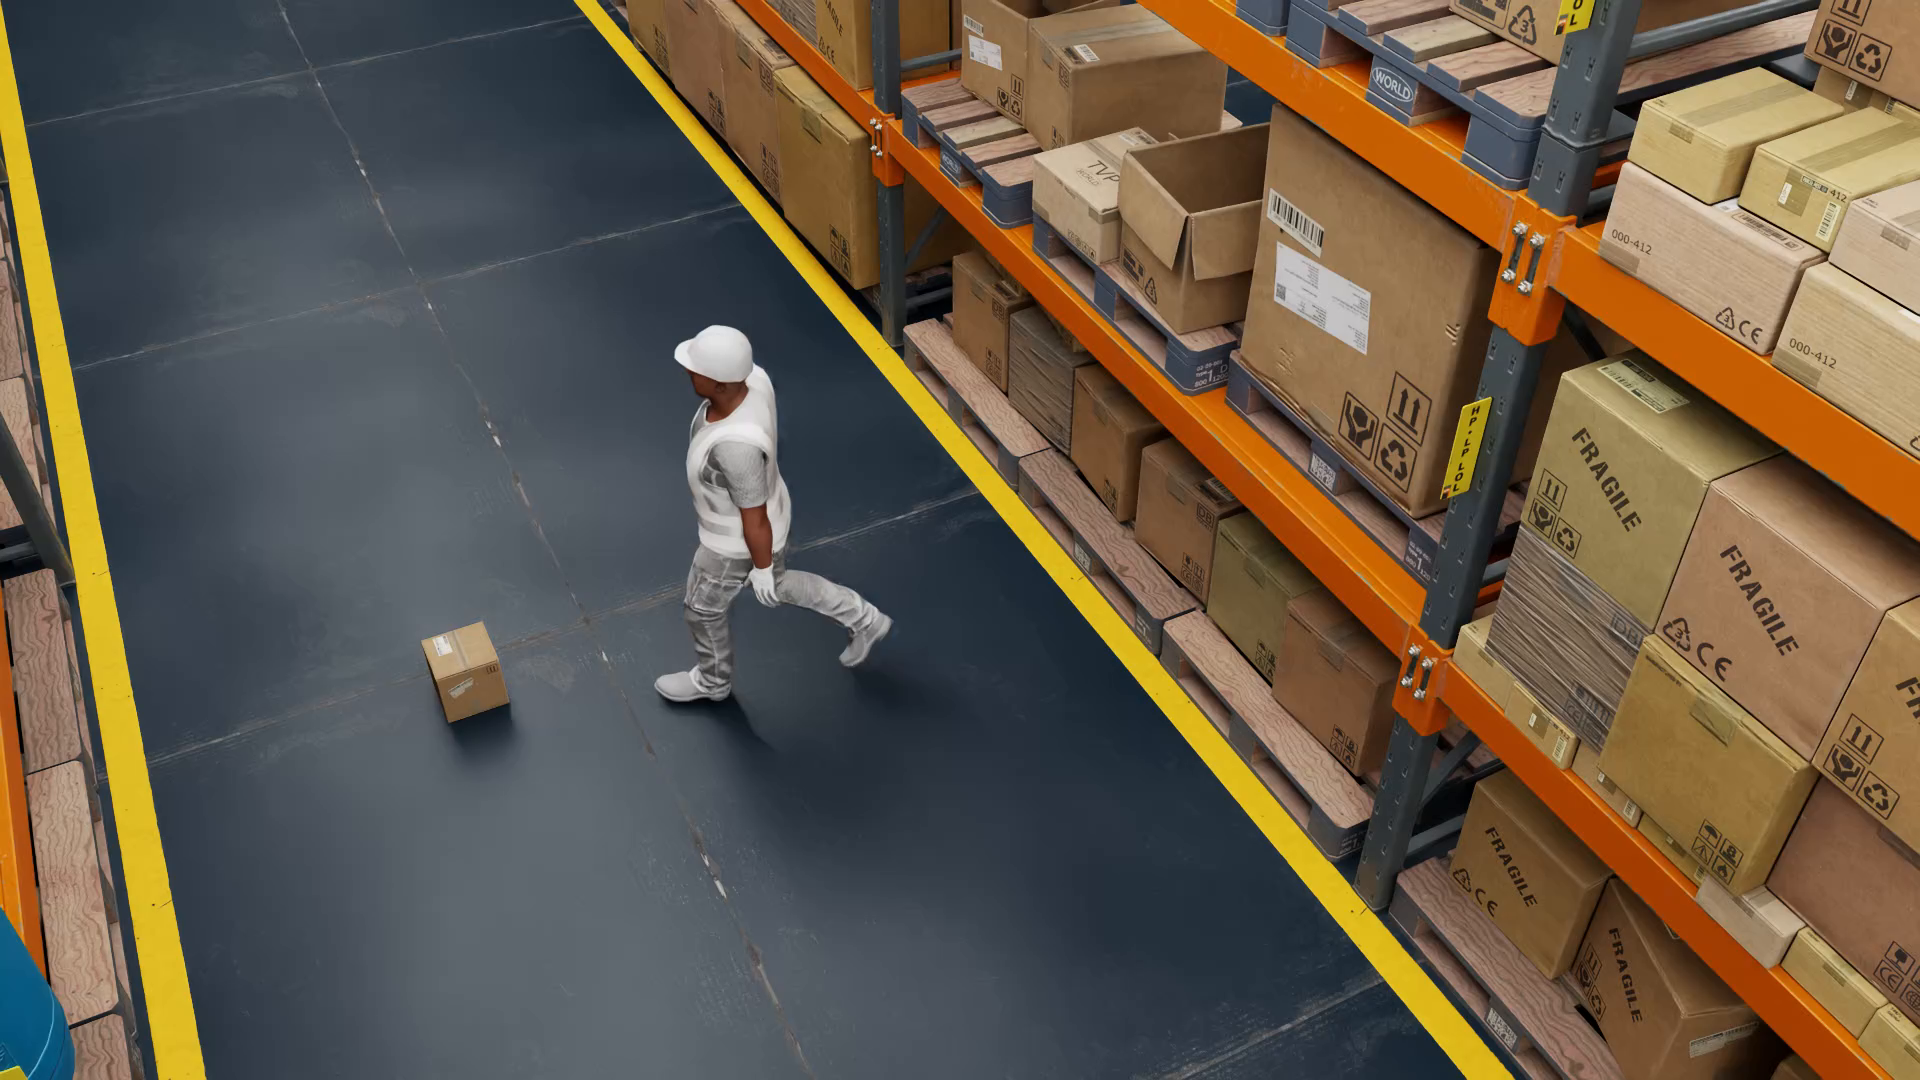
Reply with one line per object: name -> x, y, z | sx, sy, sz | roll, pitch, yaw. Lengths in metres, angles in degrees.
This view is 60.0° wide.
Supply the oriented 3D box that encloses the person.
person -> -0.754, -0.069, 6.226 | 0.958, 1.752, 0.591 | 2, 41, 2
